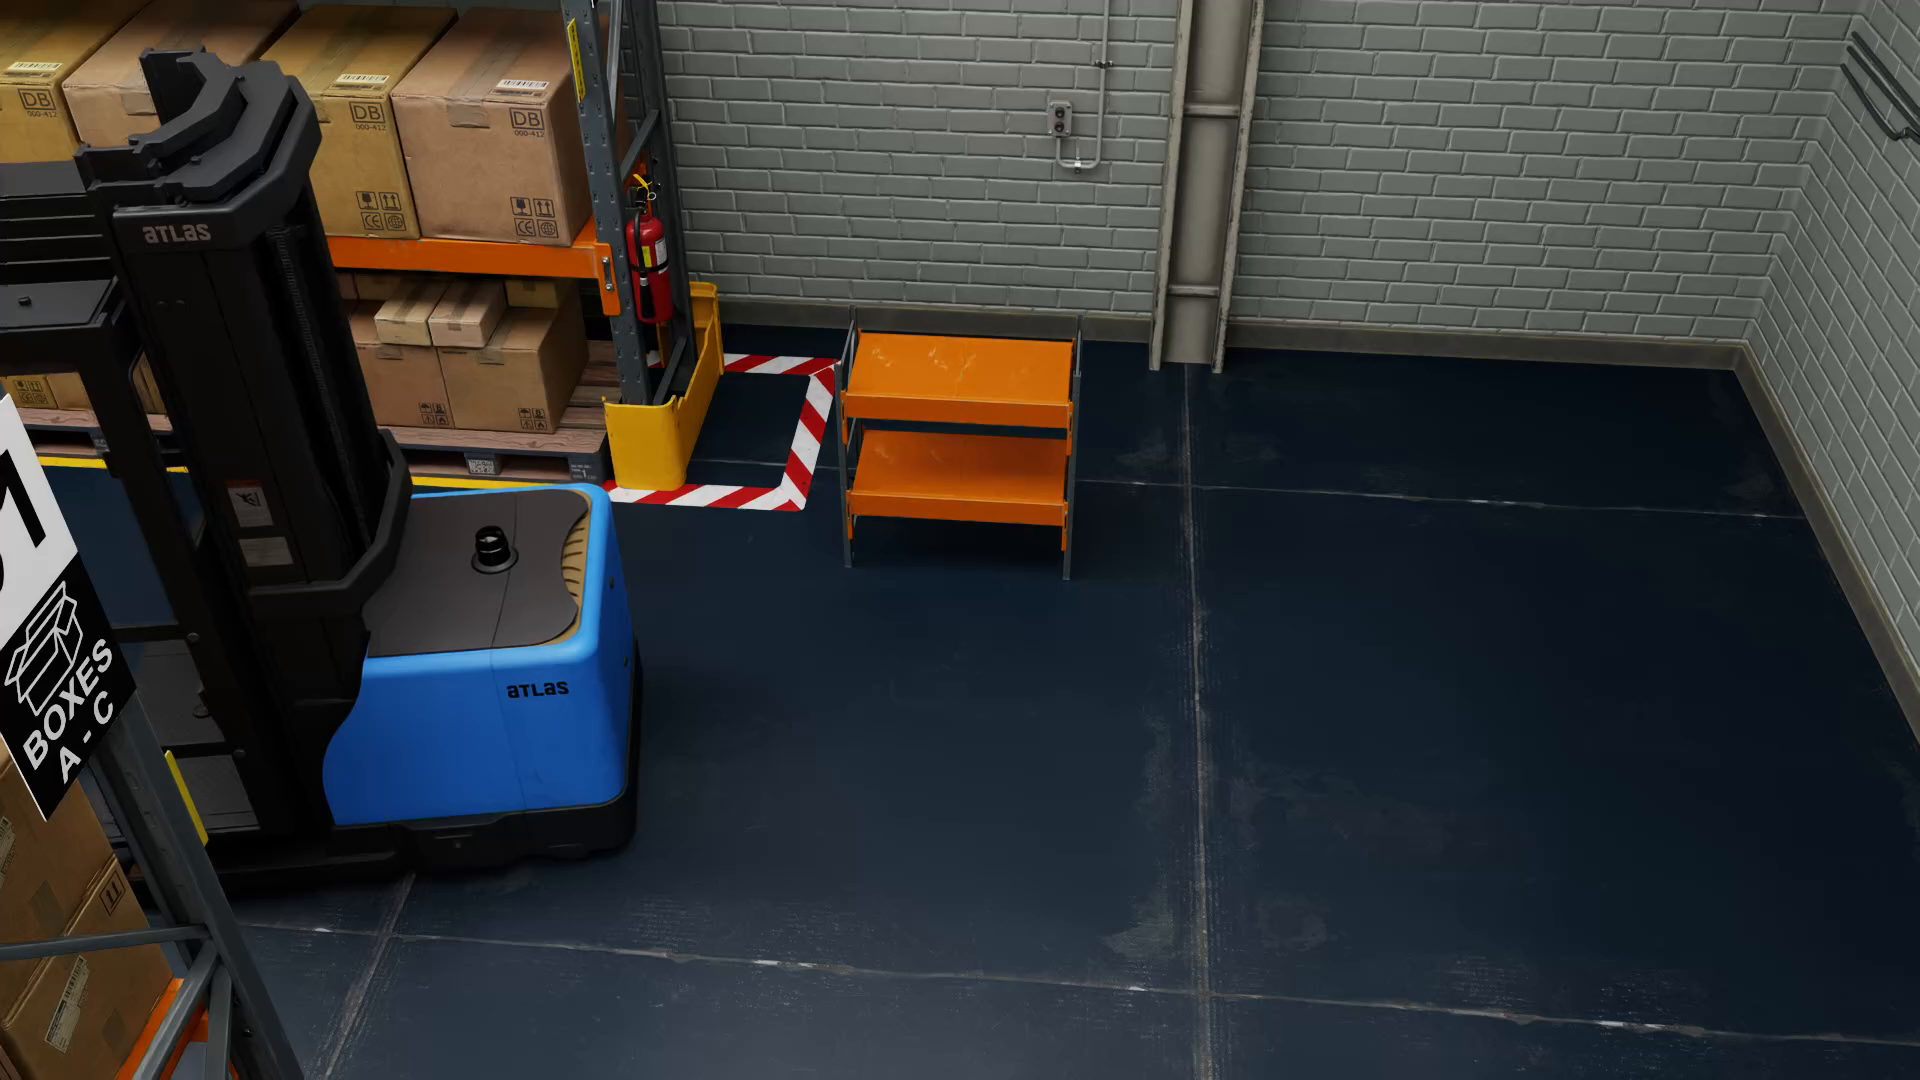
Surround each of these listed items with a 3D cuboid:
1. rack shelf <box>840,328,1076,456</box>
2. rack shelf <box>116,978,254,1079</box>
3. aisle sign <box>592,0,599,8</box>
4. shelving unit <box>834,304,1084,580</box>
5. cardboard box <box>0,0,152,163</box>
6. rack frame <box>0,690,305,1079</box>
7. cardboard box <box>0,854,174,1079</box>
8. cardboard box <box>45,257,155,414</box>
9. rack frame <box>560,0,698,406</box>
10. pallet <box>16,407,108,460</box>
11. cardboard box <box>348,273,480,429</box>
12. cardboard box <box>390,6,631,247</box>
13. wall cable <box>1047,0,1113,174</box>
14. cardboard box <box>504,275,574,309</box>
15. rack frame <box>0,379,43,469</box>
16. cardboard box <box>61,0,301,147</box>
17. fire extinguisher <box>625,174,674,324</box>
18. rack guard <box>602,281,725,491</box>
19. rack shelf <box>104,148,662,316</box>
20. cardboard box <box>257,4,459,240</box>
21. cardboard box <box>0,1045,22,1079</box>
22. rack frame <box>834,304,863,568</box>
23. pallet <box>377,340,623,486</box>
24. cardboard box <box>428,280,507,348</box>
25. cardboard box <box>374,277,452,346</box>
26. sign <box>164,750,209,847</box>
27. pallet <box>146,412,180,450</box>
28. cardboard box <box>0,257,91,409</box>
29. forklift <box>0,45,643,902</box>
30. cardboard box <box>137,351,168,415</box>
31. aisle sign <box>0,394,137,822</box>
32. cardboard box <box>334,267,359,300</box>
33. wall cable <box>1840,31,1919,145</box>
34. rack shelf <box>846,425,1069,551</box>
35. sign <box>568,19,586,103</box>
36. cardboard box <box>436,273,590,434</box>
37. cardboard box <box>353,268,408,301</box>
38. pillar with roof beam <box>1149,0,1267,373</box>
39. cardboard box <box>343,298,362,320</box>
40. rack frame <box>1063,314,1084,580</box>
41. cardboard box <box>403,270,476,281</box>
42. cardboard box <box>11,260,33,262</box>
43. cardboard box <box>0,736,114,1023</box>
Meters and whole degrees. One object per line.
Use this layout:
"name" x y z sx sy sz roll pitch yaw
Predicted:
"rack shelf" 0.007 -0.663 7.380 1.000 0.278 0.538 3 39 4
"rack shelf" -3.938 1.506 4.264 4.000 0.370 1.077 3 39 4
"aisle sign" -1.476 -2.595 6.673 0.004 0.787 0.394 3 39 4
"shelving unit" 0.007 -0.436 7.565 1.048 1.125 0.538 3 39 4
"cardboard box" -4.241 -2.031 7.801 0.700 0.700 0.980 2 39 3
"rack frame" -1.946 1.336 3.903 0.127 3.000 1.000 3 39 4
"cardboard box" -2.365 1.107 4.105 0.500 0.500 0.500 4 39 5
"cardboard box" -4.271 -1.056 8.489 0.500 0.500 0.700 3 39 3
"rack frame" -1.522 -1.779 7.730 0.127 3.000 1.000 3 39 4
"pallet" -4.756 -0.825 8.767 1.213 0.211 1.003 3 39 4
"cardboard box" -2.727 -0.975 8.390 0.500 0.500 0.700 3 39 4
"cardboard box" -2.031 -1.917 7.662 0.700 0.700 0.980 5 39 6
"wall cable" -0.165 -2.699 8.055 1.851 1.984 0.084 3 39 4
"cardboard box" -2.086 -1.319 8.298 0.250 0.149 0.380 3 39 4
"rack frame" -1.946 -0.990 2.009 0.127 3.000 1.000 3 39 4
"cardboard box" -3.516 -1.997 7.760 0.700 0.700 0.980 1 39 2
"fire extinguisher" -1.412 -1.306 7.506 0.183 0.674 0.296 3 39 4
"rack guard" -1.498 -0.809 8.518 0.348 0.500 1.175 3 39 4
"rack shelf" -3.515 -1.609 8.091 4.000 0.370 1.077 3 39 4
"cardboard box" -2.757 -1.950 7.702 0.700 0.700 0.980 3 39 3
"cardboard box" -2.415 1.444 3.691 0.500 0.500 0.500 4 39 5
"rack frame" -0.500 -0.464 7.599 0.032 1.125 0.500 3 39 4
"pallet" -2.325 -0.692 8.604 1.213 0.211 1.003 3 39 4
"cardboard box" -2.372 -1.092 8.020 0.250 0.149 0.380 3 39 3
"cardboard box" -2.626 -1.106 8.036 0.250 0.149 0.380 4 39 5
"sign" -1.899 0.659 4.049 0.005 0.325 0.100 3 39 4
"pallet" -3.537 -0.760 8.687 1.213 0.211 1.003 3 39 4
"cardboard box" -4.771 -1.086 8.525 0.500 0.500 0.700 4 39 4
"forklift" -2.810 -0.130 5.758 3.031 2.935 1.130 -4 39 -5
"cardboard box" -3.760 -1.027 8.453 0.500 0.500 0.700 4 39 5
"aisle sign" -1.852 0.147 3.304 0.004 0.787 0.394 3 39 4
"cardboard box" -3.094 -1.373 8.365 0.250 0.149 0.380 4 39 4
"wall cable" 4.082 -2.369 6.162 0.112 2.526 3.097 3 39 4
"rack shelf" 0.007 -0.246 7.719 1.000 0.278 0.538 3 39 4
"sign" -1.583 -1.980 6.872 0.005 0.325 0.100 3 39 4
"cardboard box" -2.228 -0.948 8.357 0.500 0.500 0.700 3 39 4
"cardboard box" -2.840 -1.360 8.348 0.250 0.149 0.380 3 39 4
"pillar with roof beam" 0.871 -1.796 2.998 0.400 9.000 9.100 3 39 4
"cardboard box" -3.228 -1.002 8.423 0.500 0.500 0.700 2 39 2
"rack frame" 0.513 -0.408 7.531 0.032 1.125 0.500 3 39 4
"cardboard box" -2.591 -1.346 8.331 0.250 0.149 0.380 3 39 4
"cardboard box" -4.898 -1.470 8.484 0.250 0.149 0.380 3 39 4
"cardboard box" -2.365 0.720 3.789 0.500 0.500 0.500 4 39 5
